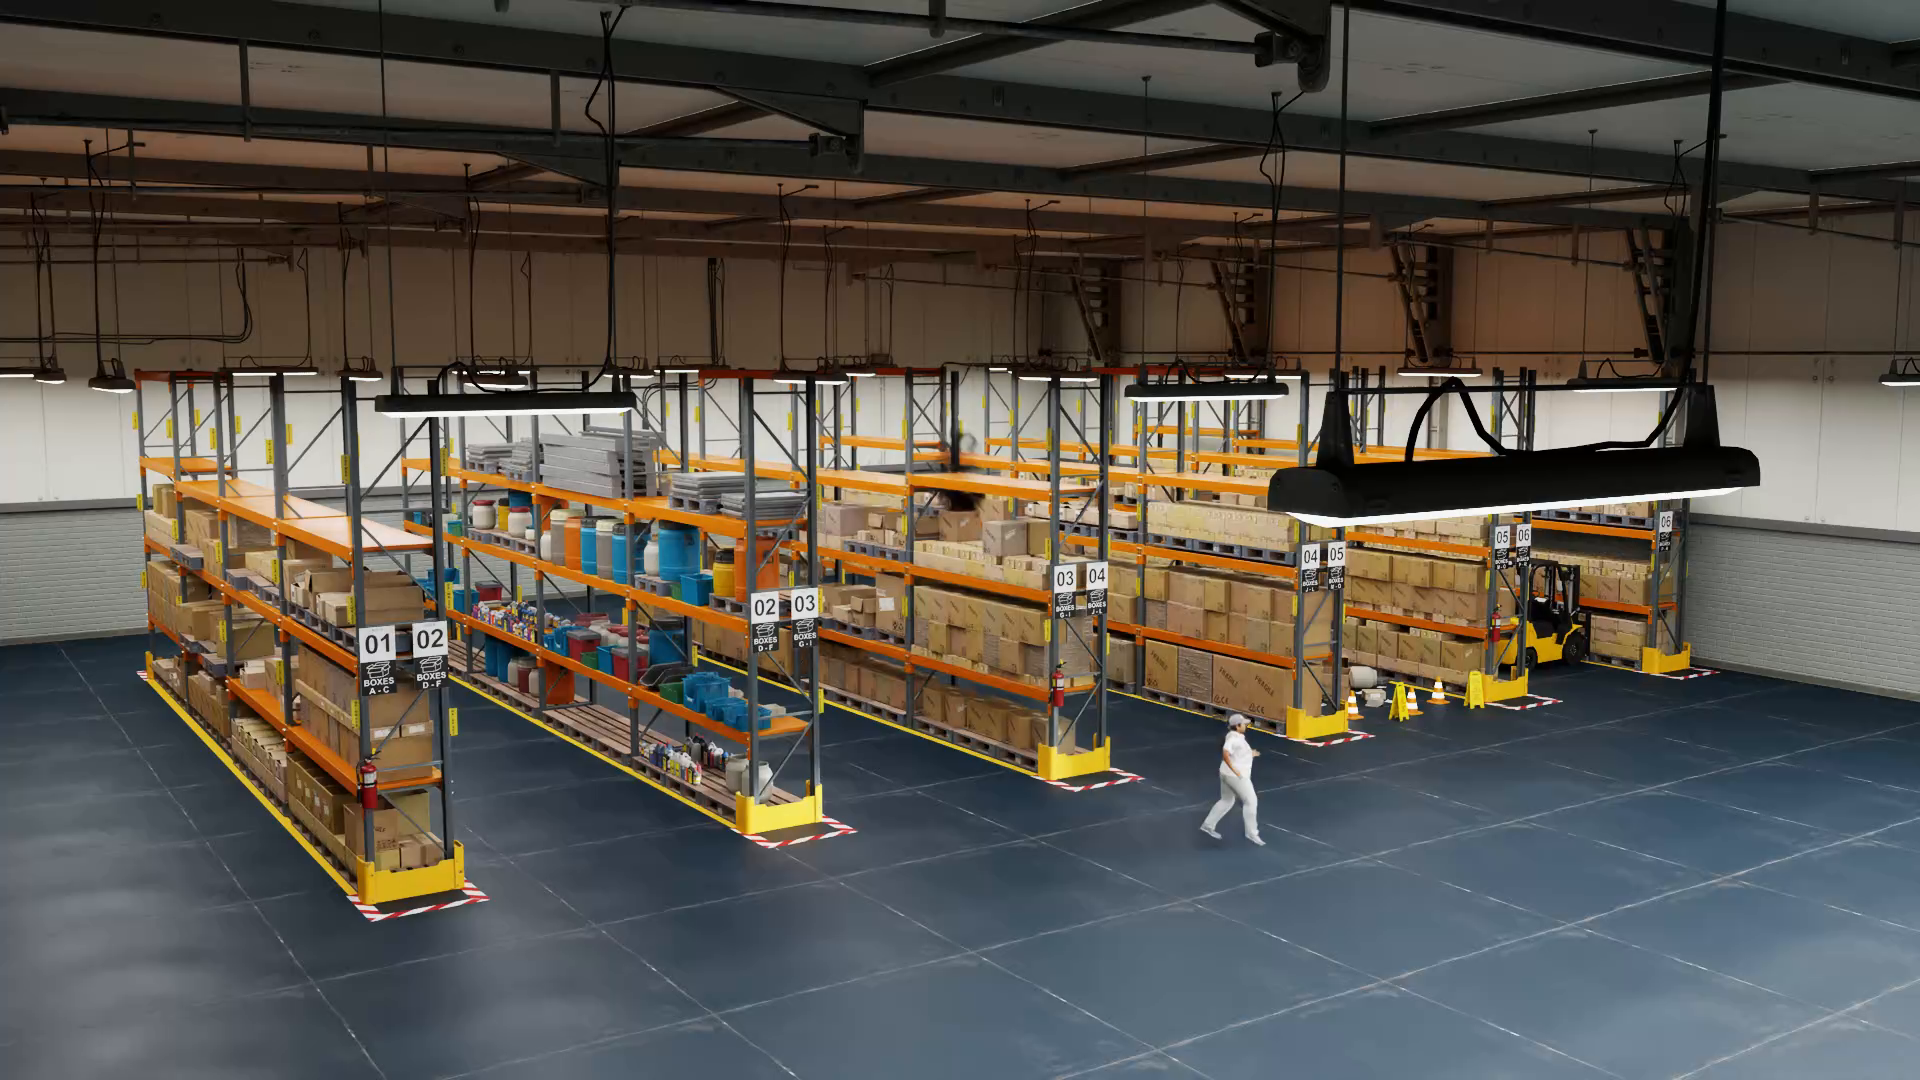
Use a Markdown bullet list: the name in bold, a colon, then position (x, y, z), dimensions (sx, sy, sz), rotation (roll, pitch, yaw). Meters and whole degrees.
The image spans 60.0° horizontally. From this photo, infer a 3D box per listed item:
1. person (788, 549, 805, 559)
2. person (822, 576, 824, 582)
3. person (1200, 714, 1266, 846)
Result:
- **person**: position (-4.096, 0.801, 41.216), dimensions (0.676, 1.804, 0.838), rotation (4, 8, 33)
- **person**: position (-2.959, 1.549, 35.101), dimensions (0.661, 1.682, 0.586), rotation (-4, 8, -33)
- **person**: position (3.521, 3.093, 21.444), dimensions (0.826, 1.721, 0.593), rotation (-1, 7, -9)
